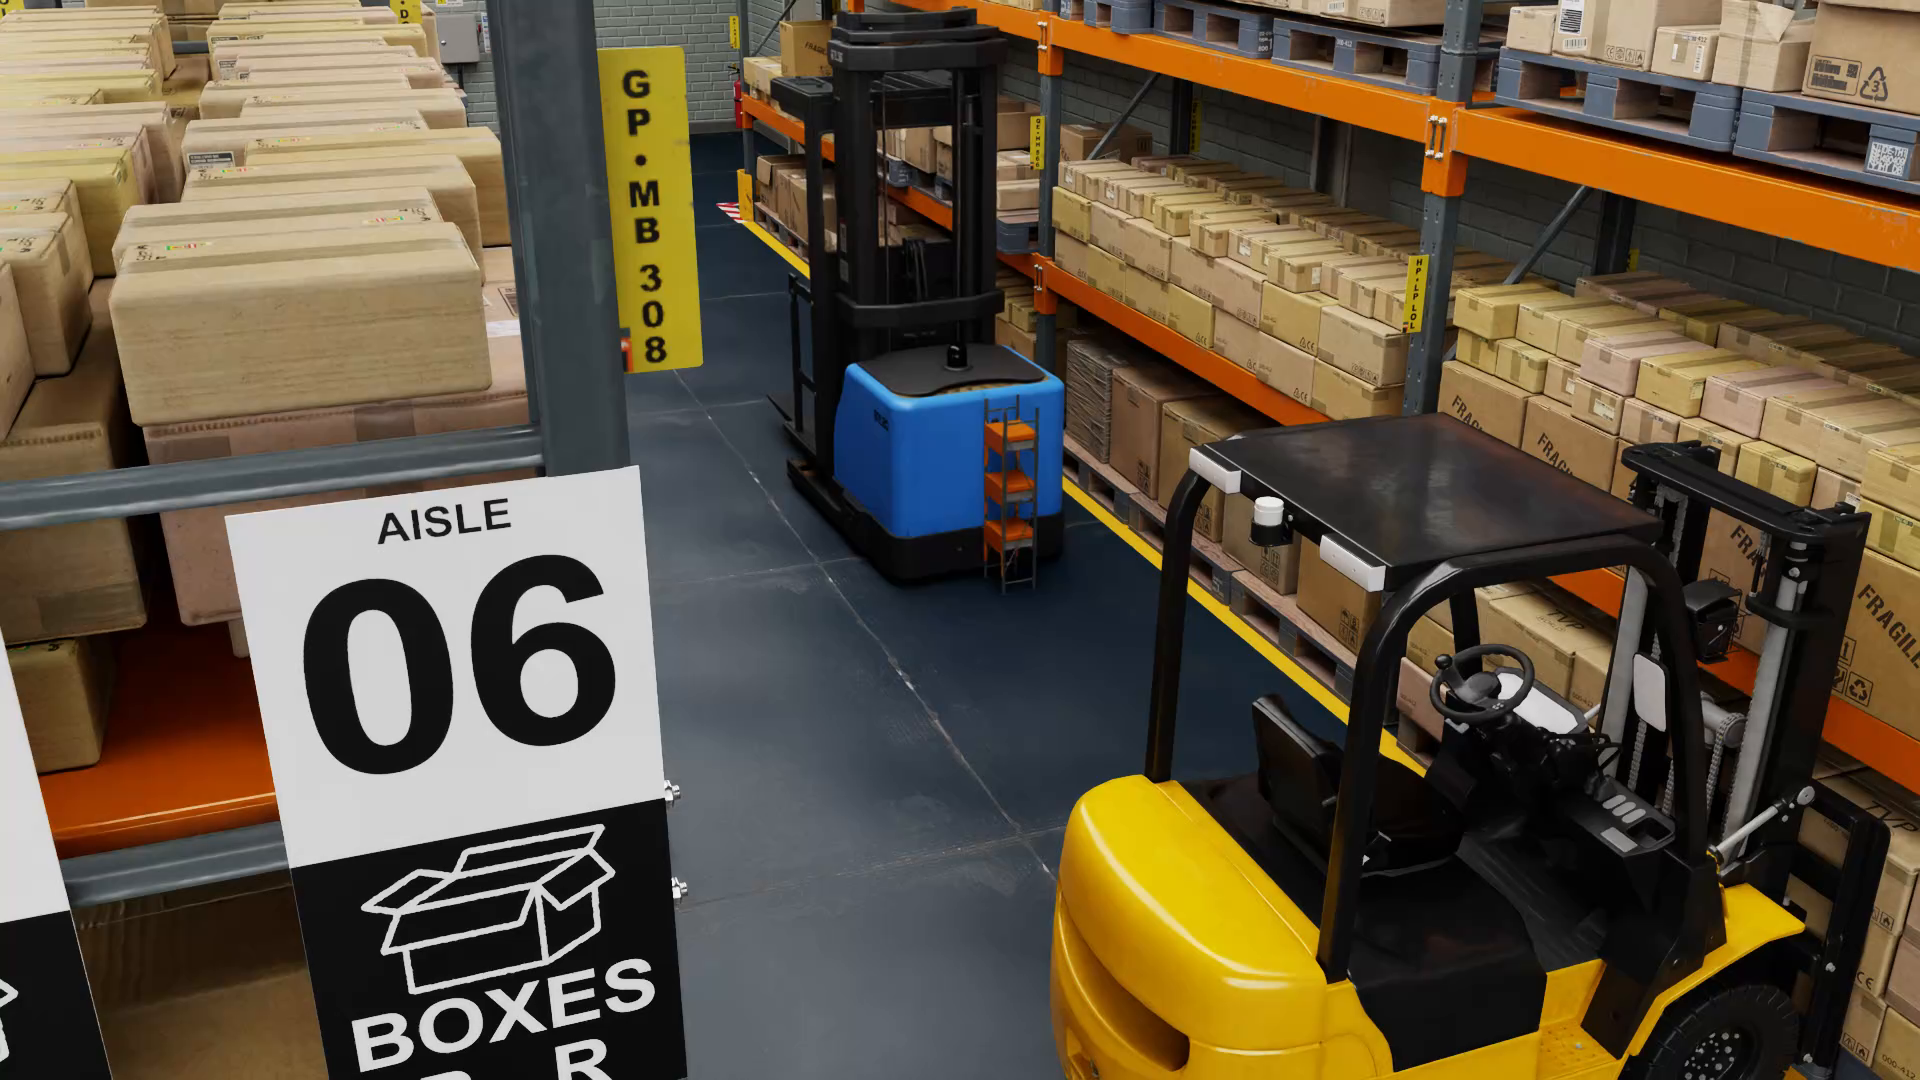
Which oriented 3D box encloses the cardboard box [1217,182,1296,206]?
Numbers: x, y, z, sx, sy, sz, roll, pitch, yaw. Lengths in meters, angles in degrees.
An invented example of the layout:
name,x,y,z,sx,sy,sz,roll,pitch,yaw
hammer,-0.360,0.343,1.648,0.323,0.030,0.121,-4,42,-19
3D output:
name,x,y,z,sx,sy,sz,roll,pitch,yaw
cardboard box,1.697,-1.945,9.538,0.380,0.149,0.250,-8,24,-19

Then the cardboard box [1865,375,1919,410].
name,x,y,z,sx,sy,sz,roll,pitch,yaw
cardboard box,3.281,-0.446,5.598,0.380,0.149,0.250,-8,24,-17

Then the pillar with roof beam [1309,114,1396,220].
name,x,y,z,sx,sy,sz,roll,pitch,yaw
pillar with roof beam,-1.734,-3.881,7.372,9.100,9.000,0.400,-8,24,-19

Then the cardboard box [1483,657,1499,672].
name,x,y,z,sx,sy,sz,roll,pitch,yaw
cardboard box,2.465,0.640,6.725,0.500,0.250,0.500,-8,24,-19

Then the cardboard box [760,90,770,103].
name,x,y,z,sx,sy,sz,roll,pitch,yaw
cardboard box,-1.843,-4.605,17.138,0.380,0.149,0.250,-8,24,-18

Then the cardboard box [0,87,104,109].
name,x,y,z,sx,sy,sz,roll,pitch,yaw
cardboard box,-1.795,-0.737,3.072,0.380,0.149,0.250,-8,24,-18

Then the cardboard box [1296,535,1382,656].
name,x,y,z,sx,sy,sz,roll,pitch,yaw
cardboard box,2.208,0.109,8.147,0.875,0.625,0.625,-7,24,-17

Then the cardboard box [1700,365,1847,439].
name,x,y,z,sx,sy,sz,roll,pitch,yaw
cardboard box,2.768,-0.472,5.662,0.380,0.149,0.250,-8,24,-19

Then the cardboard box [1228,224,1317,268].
name,x,y,z,sx,sy,sz,roll,pitch,yaw
cardboard box,1.596,-1.503,8.490,0.380,0.149,0.250,-8,24,-19

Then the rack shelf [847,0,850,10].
name,x,y,z,sx,sy,sz,roll,pitch,yaw
rack shelf,-1.129,-5.288,15.499,1.077,0.370,4.000,-8,24,-19

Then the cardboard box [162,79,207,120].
name,x,y,z,sx,sy,sz,roll,pitch,yaw
cardboard box,-2.149,-0.988,4.181,0.500,0.250,0.500,-9,24,-19

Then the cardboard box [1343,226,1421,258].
name,x,y,z,sx,sy,sz,roll,pitch,yaw
cardboard box,2.173,-1.486,8.449,0.380,0.149,0.250,-8,24,-19

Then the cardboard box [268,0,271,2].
name,x,y,z,sx,sy,sz,roll,pitch,yaw
cardboard box,-2.449,-2.060,6.565,0.500,0.250,0.500,-9,24,-20

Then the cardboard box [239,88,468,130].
name,x,y,z,sx,sy,sz,roll,pitch,yaw
cardboard box,-1.107,-0.732,3.060,0.380,0.149,0.250,-8,24,-18

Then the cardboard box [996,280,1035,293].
name,x,y,z,sx,sy,sz,roll,pitch,yaw
cardboard box,0.402,-1.739,11.857,0.380,0.149,0.250,-9,25,-21

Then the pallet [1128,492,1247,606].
name,x,y,z,sx,sy,sz,roll,pitch,yaw
pallet,1.672,-0.025,9.539,1.003,0.211,1.213,-8,24,-19

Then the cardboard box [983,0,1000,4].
name,x,y,z,sx,sy,sz,roll,pitch,yaw
cardboard box,0.403,-3.706,11.012,0.500,0.250,0.500,-8,24,-19

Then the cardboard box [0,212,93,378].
name,x,y,z,sx,sy,sz,roll,pitch,yaw
cardboard box,-1.277,-0.284,1.995,0.380,0.149,0.250,-8,24,-18

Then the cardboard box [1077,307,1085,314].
name,x,y,z,sx,sy,sz,roll,pitch,yaw
cardboard box,0.949,-1.472,12.057,0.500,0.500,0.500,-8,24,-19

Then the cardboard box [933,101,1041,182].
name,x,y,z,sx,sy,sz,roll,pitch,yaw
cardboard box,0.240,-2.866,12.015,0.797,0.503,0.637,-9,24,-20

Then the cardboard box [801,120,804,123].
name,x,y,z,sx,sy,sz,roll,pitch,yaw
cardboard box,-1.300,-4.039,15.795,0.380,0.149,0.250,-8,24,-19

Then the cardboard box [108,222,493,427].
name,x,y,z,sx,sy,sz,roll,pitch,yaw
cardboard box,-0.761,-0.259,1.938,0.380,0.149,0.250,-9,24,-19

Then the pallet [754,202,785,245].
name,x,y,z,sx,sy,sz,roll,pitch,yaw
pallet,-1.527,-3.362,17.455,1.003,0.211,1.213,-8,24,-19

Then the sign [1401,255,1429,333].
name,x,y,z,sx,sy,sz,roll,pitch,yaw
sign,1.899,-1.023,6.927,0.100,0.325,0.005,-8,24,-19

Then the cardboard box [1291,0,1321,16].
name,x,y,z,sx,sy,sz,roll,pitch,yaw
cardboard box,1.731,-2.468,7.535,0.380,0.149,0.250,-8,24,-19

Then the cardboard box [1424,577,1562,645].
name,x,y,z,sx,sy,sz,roll,pitch,yaw
cardboard box,2.281,0.228,7.060,0.500,0.250,0.500,-9,24,-20

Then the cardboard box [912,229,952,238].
name,x,y,z,sx,sy,sz,roll,pitch,yaw
cardboard box,-0.164,-2.405,13.437,0.380,0.149,0.250,-9,24,-20

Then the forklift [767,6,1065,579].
name,x,y,z,sx,sy,sz,roll,pitch,yaw
forklift,-0.449,-1.681,9.965,1.130,2.935,3.031,-9,25,-21

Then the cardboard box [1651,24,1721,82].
name,x,y,z,sx,sy,sz,roll,pitch,yaw
cardboard box,2.549,-1.626,5.538,0.380,0.149,0.250,-8,24,-17

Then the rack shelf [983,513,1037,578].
name,x,y,z,sx,sy,sz,roll,pitch,yaw
rack shelf,0.272,0.028,9.075,0.215,0.259,0.240,-9,25,-21

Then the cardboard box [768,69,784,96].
name,x,y,z,sx,sy,sz,roll,pitch,yaw
cardboard box,-1.567,-4.464,16.288,0.500,0.250,0.500,-9,24,-20

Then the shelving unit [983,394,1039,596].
name,x,y,z,sx,sy,sz,roll,pitch,yaw
shelving unit,0.272,-0.238,8.963,0.215,1.050,0.252,-9,25,-21

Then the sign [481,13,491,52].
name,x,y,z,sx,sy,sz,roll,pitch,yaw
sign,-6.086,-6.662,21.816,0.329,0.494,0.001,-8,24,-19

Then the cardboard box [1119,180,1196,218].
name,x,y,z,sx,sy,sz,roll,pitch,yaw
cardboard box,1.142,-1.966,9.589,0.380,0.149,0.250,-8,24,-18

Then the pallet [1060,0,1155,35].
name,x,y,z,sx,sy,sz,roll,pitch,yaw
pallet,1.314,-3.118,9.668,1.213,0.211,1.003,-7,24,-17

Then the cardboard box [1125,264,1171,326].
name,x,y,z,sx,sy,sz,roll,pitch,yaw
cardboard box,1.280,-1.424,9.459,0.500,0.250,0.500,-9,25,-21

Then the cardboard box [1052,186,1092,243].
name,x,y,z,sx,sy,sz,roll,pitch,yaw
cardboard box,0.895,-2.021,10.231,0.500,0.250,0.500,-8,24,-19

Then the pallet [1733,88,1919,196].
name,x,y,z,sx,sy,sz,roll,pitch,yaw
pallet,3.156,-1.197,4.979,1.003,0.211,1.213,-8,24,-19

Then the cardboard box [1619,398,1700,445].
name,x,y,z,sx,sy,sz,roll,pitch,yaw
cardboard box,2.590,-0.417,5.914,0.380,0.149,0.250,-9,24,-20

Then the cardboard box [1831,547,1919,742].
name,x,y,z,sx,sy,sz,roll,pitch,yaw
cardboard box,3.041,0.285,5.084,0.500,0.500,0.500,-9,24,-20

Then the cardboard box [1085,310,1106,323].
name,x,y,z,sx,sy,sz,roll,pitch,yaw
cardboard box,1.097,-1.630,11.598,0.380,0.149,0.250,-7,24,-16

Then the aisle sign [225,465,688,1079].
name,x,y,z,sx,sy,sz,roll,pitch,yaw
aisle sign,-0.514,0.314,1.796,0.394,0.787,0.004,-8,24,-19

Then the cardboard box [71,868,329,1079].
name,x,y,z,sx,sy,sz,roll,pitch,yaw
cardboard box,-1.211,0.732,2.352,0.700,0.500,0.500,-9,24,-20

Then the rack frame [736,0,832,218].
name,x,y,z,sx,sy,sz,roll,pitch,yaw
rack frame,-1.836,-4.964,17.666,1.000,3.000,0.127,-8,24,-19

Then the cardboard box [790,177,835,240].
name,x,y,z,sx,sy,sz,roll,pitch,yaw
cardboard box,-1.350,-3.249,16.274,0.500,0.500,0.500,-8,24,-18

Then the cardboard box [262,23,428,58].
name,x,y,z,sx,sy,sz,roll,pitch,yaw
cardboard box,-1.537,-1.203,4.178,0.380,0.149,0.250,-8,24,-17

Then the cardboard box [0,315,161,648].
name,x,y,z,sx,sy,sz,roll,pitch,yaw
cardboard box,-1.259,-0.067,1.996,0.500,0.250,0.500,-9,24,-20

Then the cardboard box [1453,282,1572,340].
name,x,y,z,sx,sy,sz,roll,pitch,yaw
cardboard box,2.238,-0.930,6.747,0.380,0.149,0.250,-8,24,-18

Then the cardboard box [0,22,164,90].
name,x,y,z,sx,sy,sz,roll,pitch,yaw
cardboard box,-2.229,-1.209,4.190,0.380,0.149,0.250,-9,25,-21

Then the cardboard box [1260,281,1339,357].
name,x,y,z,sx,sy,sz,roll,pitch,yaw
cardboard box,1.802,-1.095,8.034,0.500,0.250,0.500,-9,24,-20

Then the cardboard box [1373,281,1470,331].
name,x,y,z,sx,sy,sz,roll,pitch,yaw
cardboard box,2.075,-1.043,7.398,0.380,0.149,0.250,-7,24,-17

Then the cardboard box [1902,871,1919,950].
name,x,y,z,sx,sy,sz,roll,pitch,yaw
cardboard box,3.176,1.153,4.865,0.500,0.250,0.500,-8,24,-18

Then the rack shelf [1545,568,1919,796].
name,x,y,z,sx,sy,sz,roll,pitch,yaw
rack shelf,3.110,0.454,5.737,1.077,0.370,4.000,-8,24,-19

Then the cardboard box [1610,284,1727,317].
name,x,y,z,sx,sy,sz,roll,pitch,yaw
cardboard box,2.849,-0.915,6.711,0.380,0.149,0.250,-9,24,-20
